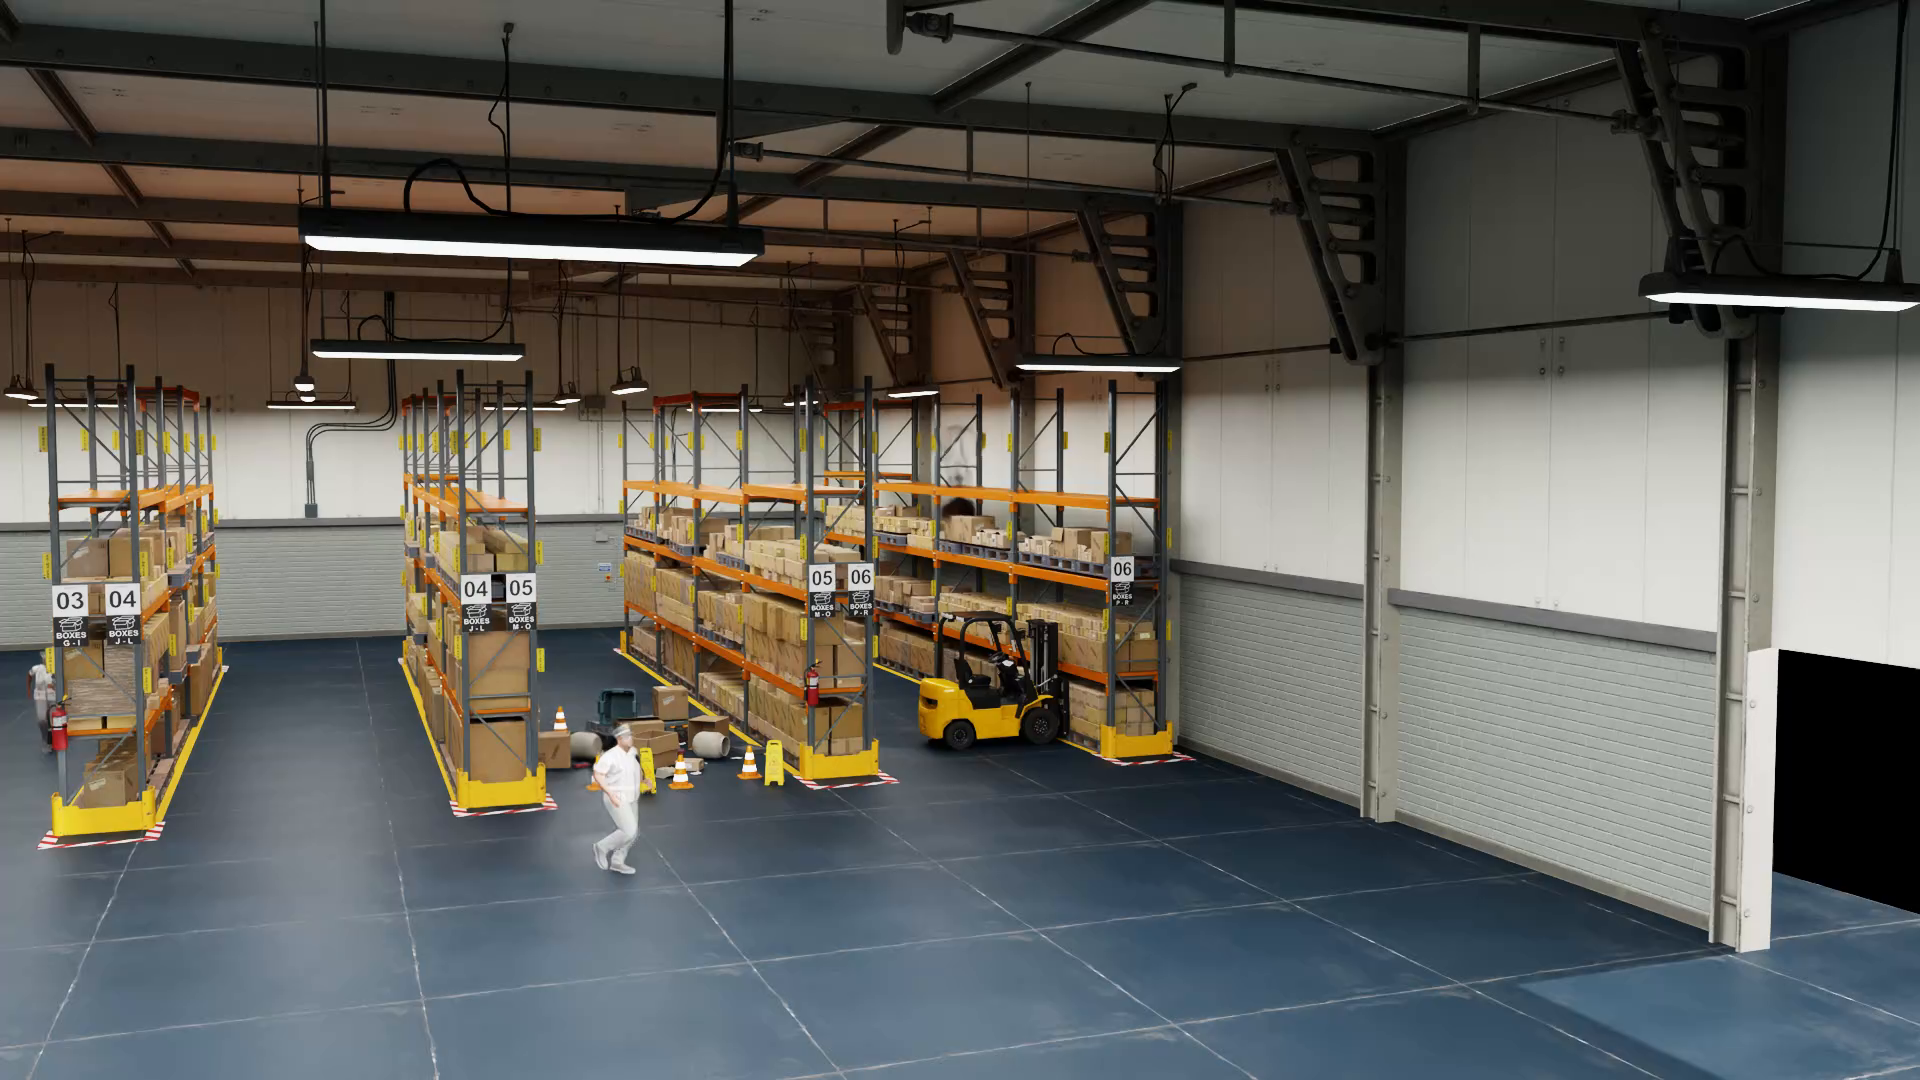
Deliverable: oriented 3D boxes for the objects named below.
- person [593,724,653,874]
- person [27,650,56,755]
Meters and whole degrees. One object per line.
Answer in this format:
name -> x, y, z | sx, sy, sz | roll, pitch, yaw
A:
person -> -3.903, 3.005, 19.357 | 0.629, 1.748, 0.649 | 1, 4, 24
person -> -14.712, 2.597, 26.801 | 0.602, 1.695, 0.798 | -1, 4, -22
